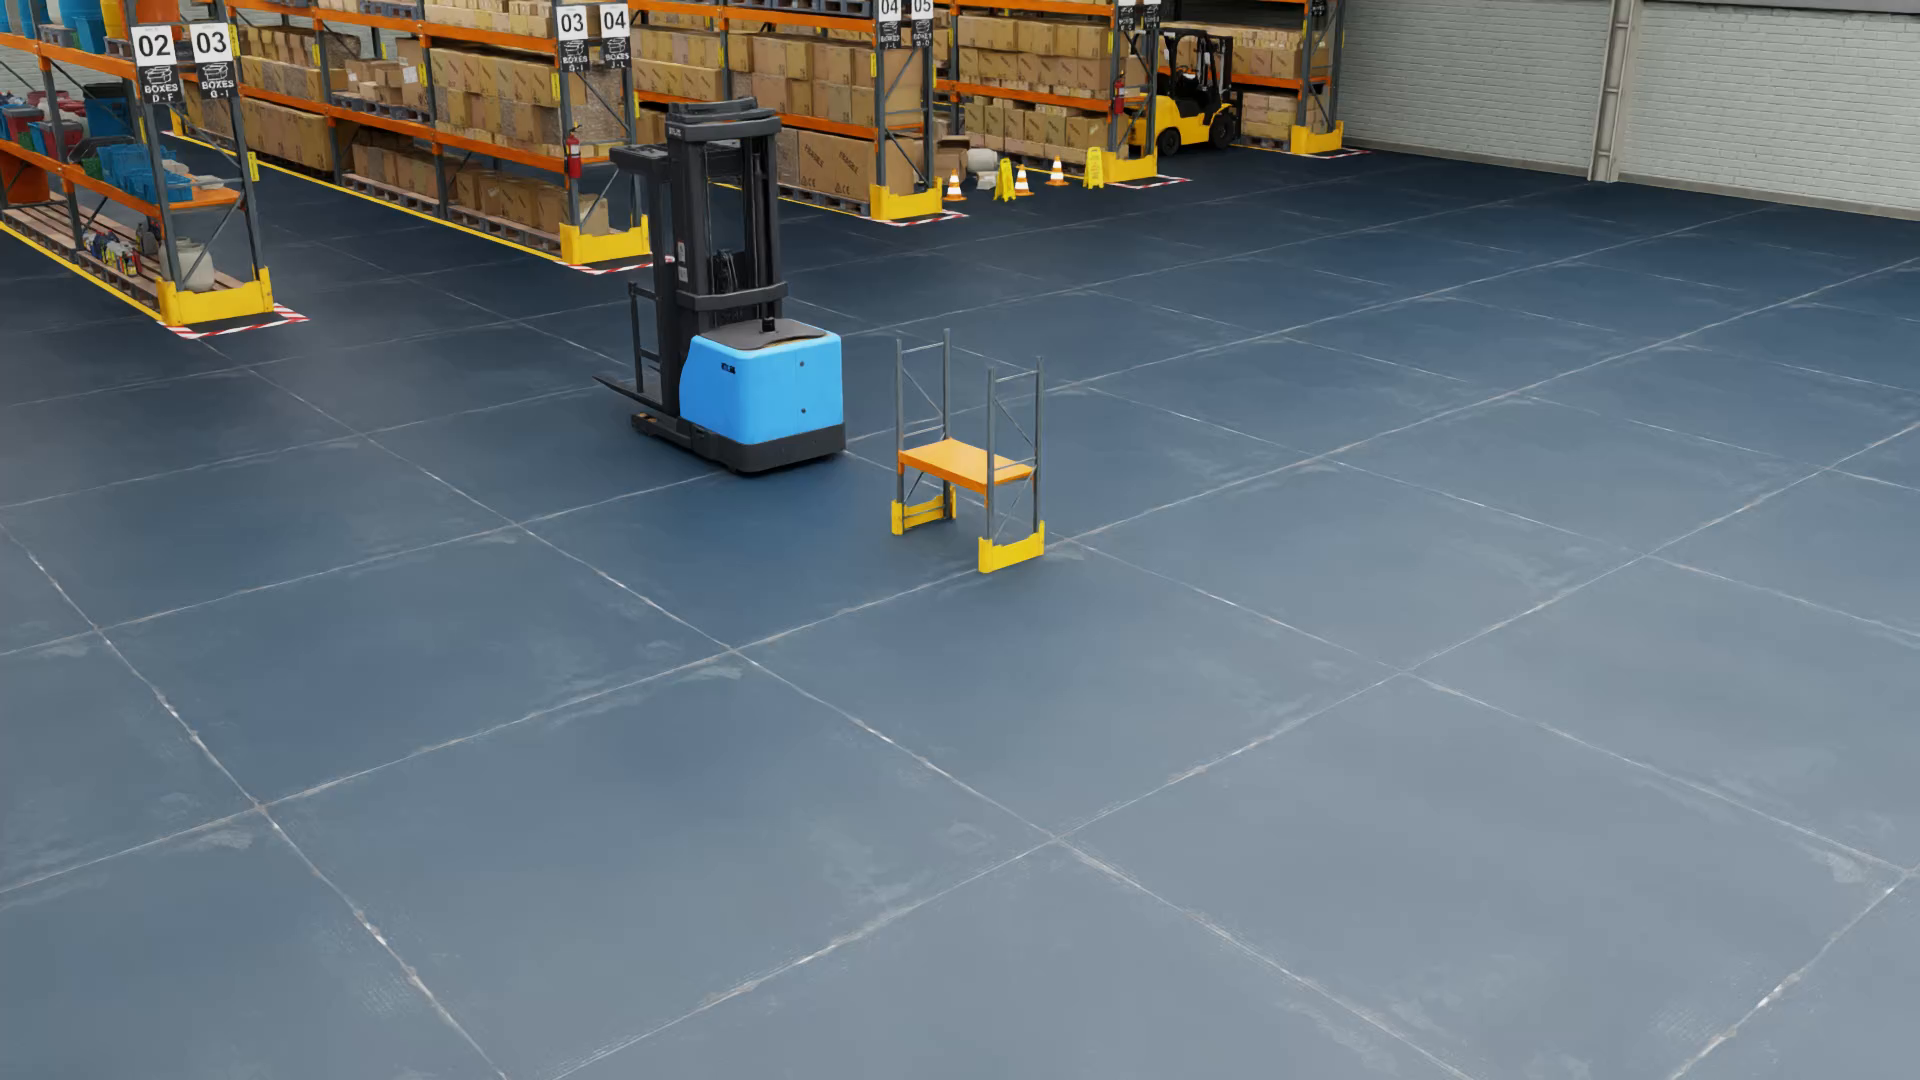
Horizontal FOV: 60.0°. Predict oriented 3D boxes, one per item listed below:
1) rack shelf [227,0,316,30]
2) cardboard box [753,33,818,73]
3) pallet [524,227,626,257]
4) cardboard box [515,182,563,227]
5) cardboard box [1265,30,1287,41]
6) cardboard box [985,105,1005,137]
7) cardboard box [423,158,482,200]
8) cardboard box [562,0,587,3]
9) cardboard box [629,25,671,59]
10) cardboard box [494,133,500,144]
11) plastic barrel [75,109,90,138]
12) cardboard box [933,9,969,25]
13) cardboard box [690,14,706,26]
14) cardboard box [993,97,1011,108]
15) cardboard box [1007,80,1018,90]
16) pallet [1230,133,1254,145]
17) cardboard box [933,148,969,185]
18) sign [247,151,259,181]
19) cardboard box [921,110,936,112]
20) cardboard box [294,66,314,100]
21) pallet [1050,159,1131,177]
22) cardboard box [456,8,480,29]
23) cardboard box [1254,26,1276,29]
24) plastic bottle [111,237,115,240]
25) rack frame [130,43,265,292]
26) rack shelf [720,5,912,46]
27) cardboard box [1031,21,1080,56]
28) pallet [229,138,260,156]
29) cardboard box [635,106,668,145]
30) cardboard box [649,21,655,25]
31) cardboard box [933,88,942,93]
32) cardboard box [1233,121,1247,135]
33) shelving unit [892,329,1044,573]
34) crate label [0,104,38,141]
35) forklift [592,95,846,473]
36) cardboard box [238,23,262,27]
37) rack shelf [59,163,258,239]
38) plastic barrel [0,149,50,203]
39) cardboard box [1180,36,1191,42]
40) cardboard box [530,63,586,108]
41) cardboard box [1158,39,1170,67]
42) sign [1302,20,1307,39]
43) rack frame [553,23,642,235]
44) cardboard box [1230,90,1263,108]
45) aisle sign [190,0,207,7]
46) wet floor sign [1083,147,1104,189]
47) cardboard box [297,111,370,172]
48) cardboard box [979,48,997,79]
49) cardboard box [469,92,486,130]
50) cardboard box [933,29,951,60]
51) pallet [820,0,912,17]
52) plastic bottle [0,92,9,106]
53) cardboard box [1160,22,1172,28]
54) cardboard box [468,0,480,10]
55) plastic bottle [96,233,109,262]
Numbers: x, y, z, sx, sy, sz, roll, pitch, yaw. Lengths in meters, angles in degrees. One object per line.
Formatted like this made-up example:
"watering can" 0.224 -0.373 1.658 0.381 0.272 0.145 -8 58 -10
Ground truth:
"rack shelf" -11.167 -8.955 28.107 1.077 0.370 4.000 -17 27 -37
"cardboard box" -2.765 -7.726 26.411 0.875 0.550 0.550 -17 27 -37
"pallet" -5.193 -4.085 22.625 1.003 0.211 1.213 -17 27 -37
"cardboard box" -5.845 -4.673 23.153 0.500 0.500 0.500 -14 26 -33
"cardboard box" 5.857 -9.334 30.768 0.380 0.149 0.250 -17 27 -36
"cardboard box" 0.796 -7.486 29.651 0.500 0.500 0.500 -16 27 -35
"cardboard box" -7.635 -5.451 25.112 0.500 0.500 0.700 20 29 41
"cardboard box" -4.998 -6.909 21.556 0.380 0.149 0.250 -18 28 -38
"cardboard box" -5.421 -8.739 29.176 0.700 0.500 0.500 -18 28 -38
"cardboard box" -6.151 -5.518 22.803 0.380 0.149 0.250 -17 27 -37
"plastic barrel" -11.461 -5.436 22.063 0.433 0.535 0.433 0 21 0
"cardboard box" -0.210 -11.682 37.485 0.700 0.500 0.500 -18 27 -38
"cardboard box" -5.482 -11.381 35.921 0.500 0.500 0.500 -18 28 -38
"cardboard box" 0.811 -7.743 29.417 0.380 0.149 0.250 -16 27 -35
"cardboard box" 1.048 -7.958 29.034 0.380 0.149 0.250 -17 27 -37
"pallet" 5.303 -7.912 32.394 1.003 0.211 1.213 -17 27 -37
"cardboard box" -0.196 -6.209 27.647 0.637 0.503 0.797 3 22 9
"sign" -7.972 -4.210 18.739 0.100 0.325 0.005 -17 27 -37
"cardboard box" -1.014 -8.100 32.079 0.950 0.372 0.625 -16 27 -36
"cardboard box" -10.692 -7.603 27.646 0.500 0.500 0.500 -18 28 -38
"pallet" 2.315 -6.445 28.649 1.003 0.211 1.213 -17 27 -37
"cardboard box" -6.485 -7.092 22.570 0.500 0.250 0.500 -19 28 -39
"cardboard box" 5.802 -9.687 31.670 0.380 0.149 0.250 -18 28 -39
"plastic bottle" -10.604 -3.657 20.847 0.097 0.271 0.097 0 21 0
"rack frame" -8.392 -3.951 18.458 1.000 3.000 0.127 -17 27 -37
"rack shelf" -2.121 -7.897 25.407 1.077 0.370 4.000 -17 27 -37
"cardboard box" 1.634 -8.487 28.124 0.700 0.500 0.500 -18 28 -38
"pallet" -12.910 -7.376 31.026 1.003 0.211 1.213 -17 27 -37
"cardboard box" -5.135 -7.211 29.290 1.050 0.750 0.750 -17 27 -37
"cardboard box" -6.810 -11.477 37.537 0.500 0.500 0.500 -18 27 -38
"cardboard box" -0.384 -10.548 38.153 0.500 0.500 0.500 -18 28 -39
"cardboard box" 5.443 -7.922 31.791 0.500 0.250 0.500 -17 27 -37
"shelving unit" 0.050 -0.677 12.157 0.587 1.500 1.083 -17 27 -37
"crate label" -13.170 -5.839 23.230 0.502 0.435 0.616 -17 27 -37
"forklift" -2.306 -2.387 14.561 1.130 2.935 3.031 -17 27 -36
"cardboard box" -13.250 -9.337 30.979 0.500 0.500 0.500 -19 28 -39
"rack shelf" -9.697 -4.169 20.000 1.077 0.370 4.000 -17 27 -37
"plastic barrel" -13.946 -5.477 24.755 0.600 0.830 0.708 -17 27 -37
"cardboard box" 4.490 -9.752 32.244 0.380 0.149 0.250 -17 27 -36
"cardboard box" -5.186 -5.874 21.452 0.500 0.500 0.500 -17 27 -37
"cardboard box" 4.107 -9.639 32.843 0.500 0.500 0.500 -18 28 -39
"sign" 6.206 -9.196 29.937 0.100 0.325 0.005 -17 27 -37
"rack frame" -4.639 -5.130 21.469 1.000 3.000 0.127 -17 27 -37
"cardboard box" 5.414 -8.382 31.596 0.500 0.250 0.500 -17 27 -37
"aisle sign" -14.903 -10.852 32.514 0.394 0.787 0.004 -17 27 -37
"wet floor sign" 2.181 -6.086 27.137 0.267 0.644 0.232 -8 23 -19
"cardboard box" -10.296 -6.742 27.922 1.225 0.875 0.875 -19 28 -40
"cardboard box" 0.678 -8.458 29.421 0.500 0.500 0.500 -18 27 -38
"cardboard box" -6.301 -6.020 23.197 0.875 0.500 0.500 -17 27 -37
"cardboard box" -0.218 -9.048 30.351 0.500 0.500 0.500 -18 28 -38
"pallet" -1.308 -7.841 24.398 1.003 0.211 1.213 -17 27 -37
"plastic bottle" -14.685 -6.690 25.518 0.144 0.351 0.185 -17 27 -37
"cardboard box" 3.998 -10.105 32.737 0.380 0.149 0.250 -17 27 -36
"cardboard box" -6.392 -7.233 22.384 0.380 0.149 0.250 -18 28 -38
"plastic bottle" -10.667 -3.654 20.728 0.144 0.351 0.185 -19 28 -40
